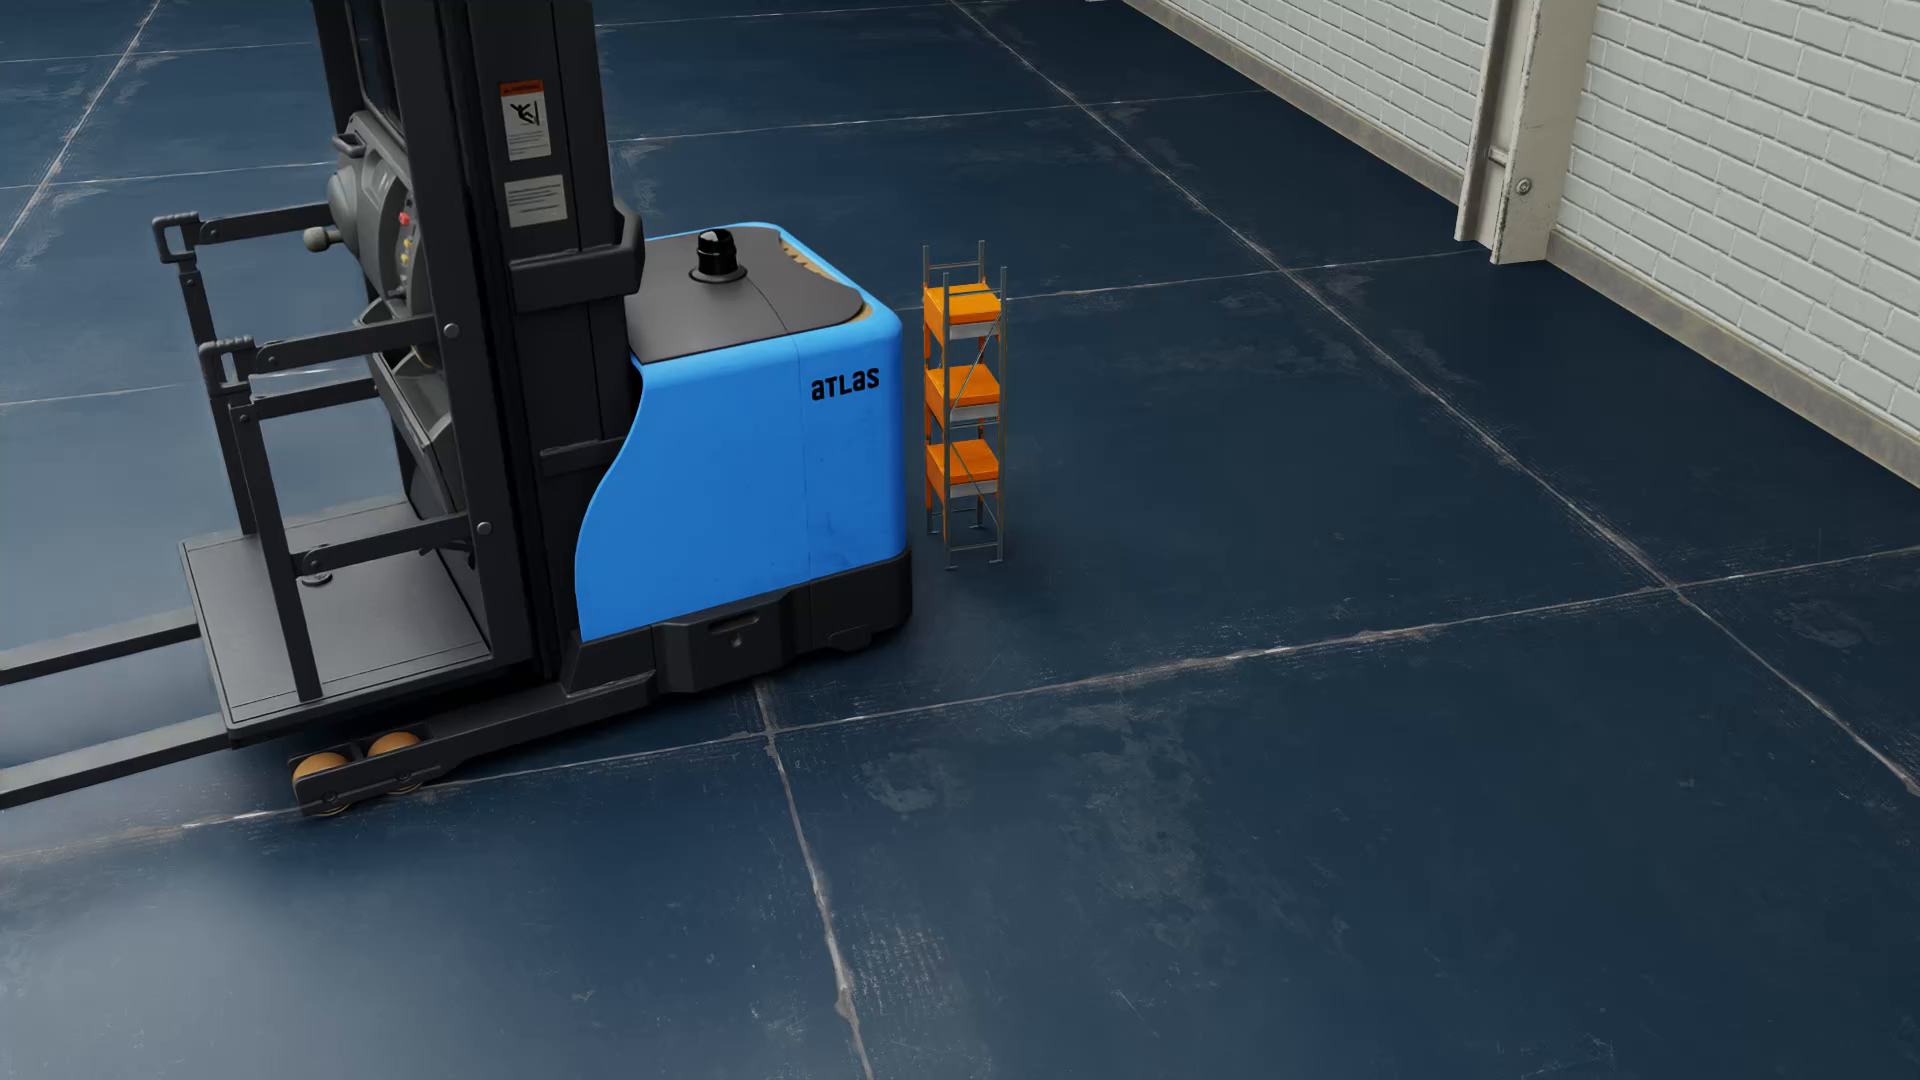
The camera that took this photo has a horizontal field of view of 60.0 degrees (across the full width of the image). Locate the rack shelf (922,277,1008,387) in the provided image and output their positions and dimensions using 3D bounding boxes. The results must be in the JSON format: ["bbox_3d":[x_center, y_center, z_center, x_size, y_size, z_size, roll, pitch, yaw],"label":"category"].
[{"bbox_3d":[0.014,-0.665,5.306,0.215,0.259,0.240,-8,31,-13],"label":"rack shelf"}]

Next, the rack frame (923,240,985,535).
[{"bbox_3d":[-0.018,-0.487,5.544,0.200,1.050,0.008,-8,31,-13],"label":"rack frame"}]

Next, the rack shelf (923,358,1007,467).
[{"bbox_3d":[0.014,-0.419,5.448,0.215,0.259,0.240,-8,31,-13],"label":"rack shelf"}]

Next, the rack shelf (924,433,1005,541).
[{"bbox_3d":[0.014,-0.179,5.587,0.215,0.259,0.240,-8,31,-13],"label":"rack shelf"}]

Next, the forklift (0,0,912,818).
[{"bbox_3d":[-1.693,-0.830,4.258,3.031,2.935,1.130,-15,33,-24],"label":"forklift"}]

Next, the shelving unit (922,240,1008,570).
[{"bbox_3d":[0.014,-0.429,5.442,0.215,1.050,0.252,-8,31,-13],"label":"shelving unit"}]

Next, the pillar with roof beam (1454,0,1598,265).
[{"bbox_3d":[-1.461,-4.773,5.013,9.100,9.000,0.400,-8,31,-13],"label":"pillar with roof beam"}]

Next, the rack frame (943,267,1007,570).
[{"bbox_3d":[0.047,-0.370,5.341,0.200,1.050,0.008,-8,31,-13],"label":"rack frame"}]
